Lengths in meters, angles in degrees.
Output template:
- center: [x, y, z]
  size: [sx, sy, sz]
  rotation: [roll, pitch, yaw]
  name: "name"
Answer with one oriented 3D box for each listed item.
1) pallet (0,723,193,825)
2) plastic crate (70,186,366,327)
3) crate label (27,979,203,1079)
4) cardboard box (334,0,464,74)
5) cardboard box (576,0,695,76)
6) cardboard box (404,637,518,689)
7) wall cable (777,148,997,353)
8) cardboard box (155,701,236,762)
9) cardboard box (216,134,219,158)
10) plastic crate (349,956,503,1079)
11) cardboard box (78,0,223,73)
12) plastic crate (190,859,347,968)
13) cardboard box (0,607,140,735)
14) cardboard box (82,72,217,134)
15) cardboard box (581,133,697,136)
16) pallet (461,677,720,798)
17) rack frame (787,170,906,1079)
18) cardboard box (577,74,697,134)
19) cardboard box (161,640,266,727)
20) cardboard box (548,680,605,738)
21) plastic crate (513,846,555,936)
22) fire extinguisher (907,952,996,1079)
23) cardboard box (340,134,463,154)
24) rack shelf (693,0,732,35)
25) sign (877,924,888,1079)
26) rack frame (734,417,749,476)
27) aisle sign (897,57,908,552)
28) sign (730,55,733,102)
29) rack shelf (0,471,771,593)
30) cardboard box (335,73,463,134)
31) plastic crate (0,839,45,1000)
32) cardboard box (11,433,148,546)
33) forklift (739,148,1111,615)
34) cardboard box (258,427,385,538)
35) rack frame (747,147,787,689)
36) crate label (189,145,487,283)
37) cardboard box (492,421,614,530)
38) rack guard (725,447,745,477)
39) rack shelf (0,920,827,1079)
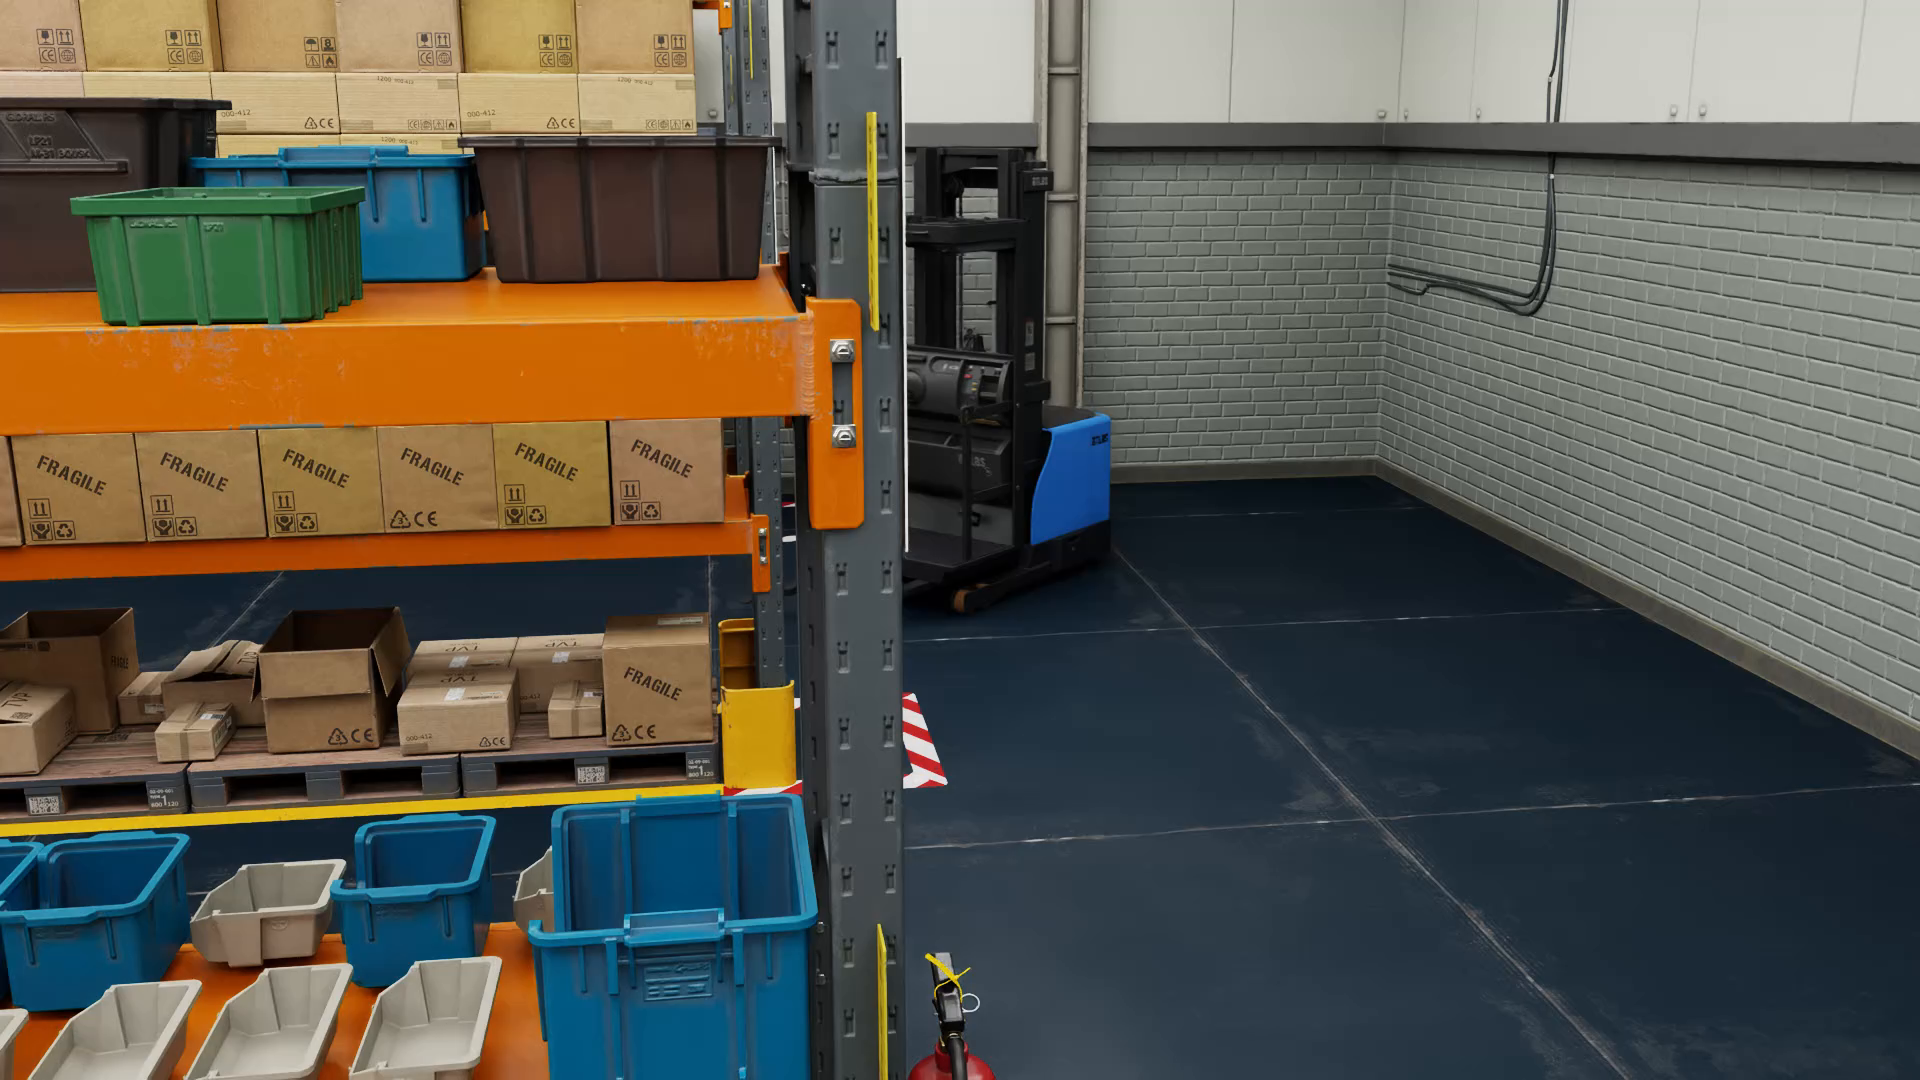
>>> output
- center: [-4.242, 1.065, 8.041]
  size: [1.213, 0.211, 1.003]
  rotation: [-2, 14, -8]
  name: "pallet"
- center: [-1.165, -0.464, 2.675]
  size: [0.336, 0.188, 0.450]
  rotation: [-2, 14, -8]
  name: "plastic crate"
- center: [-1.572, 0.979, 3.072]
  size: [0.243, 0.136, 0.396]
  rotation: [-2, 14, -8]
  name: "crate label"
- center: [-2.457, -2.332, 7.427]
  size: [0.500, 0.500, 0.700]
  rotation: [-2, 14, -8]
  name: "cardboard box"
- center: [-1.472, -2.374, 7.593]
  size: [0.500, 0.500, 0.700]
  rotation: [-2, 14, -8]
  name: "cardboard box"
- center: [-2.535, 0.700, 8.512]
  size: [0.500, 0.250, 0.500]
  rotation: [-2, 14, -8]
  name: "cardboard box"
- center: [-0.583, -2.366, 13.901]
  size: [1.851, 1.984, 0.084]
  rotation: [-2, 14, -8]
  name: "wall cable"
- center: [-3.620, 0.901, 7.882]
  size: [0.250, 0.166, 0.380]
  rotation: [-2, 14, -8]
  name: "cardboard box"
- center: [-3.414, -1.638, 7.229]
  size: [0.500, 0.250, 0.500]
  rotation: [-2, 14, -8]
  name: "cardboard box"
- center: [-1.011, 0.956, 3.163]
  size: [0.243, 0.136, 0.396]
  rotation: [-2, 14, -8]
  name: "plastic crate"
- center: [-3.437, -2.282, 7.226]
  size: [0.500, 0.500, 0.700]
  rotation: [-2, 14, -8]
  name: "cardboard box"
- center: [-1.526, 0.829, 3.670]
  size: [0.298, 0.136, 0.250]
  rotation: [-2, 14, -8]
  name: "plastic crate"
- center: [-4.401, 0.647, 8.209]
  size: [0.500, 0.500, 0.500]
  rotation: [-2, 14, -8]
  name: "cardboard box"
- center: [-3.413, -1.879, 7.163]
  size: [0.500, 0.250, 0.500]
  rotation: [-2, 14, -8]
  name: "cardboard box"
- center: [-1.435, -1.708, 7.508]
  size: [0.500, 0.250, 0.500]
  rotation: [-2, 14, -8]
  name: "cardboard box"
- center: [-1.830, 0.977, 8.394]
  size: [1.213, 0.211, 1.003]
  rotation: [-2, 14, -8]
  name: "pallet"
- center: [-0.232, 0.784, 3.430]
  size: [0.127, 3.000, 1.000]
  rotation: [-2, 14, -8]
  name: "rack frame"
- center: [-1.436, -1.953, 7.455]
  size: [0.500, 0.250, 0.500]
  rotation: [-2, 14, -8]
  name: "cardboard box"
- center: [-3.659, 0.712, 8.340]
  size: [0.500, 0.311, 0.500]
  rotation: [-2, 14, -8]
  name: "cardboard box"
- center: [-1.881, 0.825, 8.186]
  size: [0.250, 0.166, 0.380]
  rotation: [-2, 14, -8]
  name: "cardboard box"
- center: [-0.855, 0.804, 3.768]
  size: [0.298, 0.136, 0.250]
  rotation: [-2, 14, -8]
  name: "plastic crate"
- center: [-0.015, 1.106, 3.071]
  size: [0.183, 0.674, 0.296]
  rotation: [-2, 14, -8]
  name: "fire extinguisher"
- center: [-2.424, -1.671, 7.361]
  size: [0.500, 0.250, 0.500]
  rotation: [-2, 14, -8]
  name: "cardboard box"
- center: [-3.686, -3.894, 12.050]
  size: [4.000, 0.370, 1.077]
  rotation: [-2, 14, -8]
  name: "rack shelf"
- center: [-0.134, 0.836, 2.885]
  size: [0.005, 0.325, 0.100]
  rotation: [-2, 14, -8]
  name: "sign"
- center: [-1.708, -1.599, 12.932]
  size: [0.127, 3.000, 1.000]
  rotation: [-2, 14, -8]
  name: "rack frame"
- center: [-0.117, -0.409, 2.843]
  size: [0.004, 0.787, 0.394]
  rotation: [-2, 14, -8]
  name: "aisle sign"
- center: [-1.641, -3.314, 11.947]
  size: [0.005, 0.325, 0.100]
  rotation: [-2, 14, -8]
  name: "sign"
- center: [-2.944, 0.014, 7.980]
  size: [4.000, 0.370, 1.077]
  rotation: [-2, 14, -8]
  name: "rack shelf"
- center: [-2.426, -1.917, 7.314]
  size: [0.500, 0.250, 0.500]
  rotation: [-2, 14, -8]
  name: "cardboard box"
- center: [-2.124, 0.824, 3.490]
  size: [0.300, 0.233, 0.416]
  rotation: [-2, 14, -8]
  name: "plastic crate"
- center: [-3.871, -0.284, 7.481]
  size: [0.500, 0.500, 0.500]
  rotation: [-2, 14, -7]
  name: "cardboard box"
- center: [-0.191, -1.070, 10.965]
  size: [1.130, 2.935, 3.031]
  rotation: [10, 17, 36]
  name: "forklift"
- center: [-2.874, -0.320, 7.626]
  size: [0.500, 0.500, 0.500]
  rotation: [-2, 14, -9]
  name: "cardboard box"
- center: [-0.966, -0.408, 8.182]
  size: [0.127, 3.000, 1.000]
  rotation: [-2, 14, -8]
  name: "rack frame"
- center: [-1.193, -0.643, 3.260]
  size: [0.502, 0.251, 0.408]
  rotation: [-2, 14, -8]
  name: "crate label"
- center: [-1.881, -0.355, 7.765]
  size: [0.500, 0.500, 0.500]
  rotation: [-2, 14, -8]
  name: "cardboard box"
- center: [-1.684, -0.388, 13.240]
  size: [0.348, 0.500, 1.175]
  rotation: [-2, 14, -8]
  name: "rack guard"
- center: [-2.210, 1.205, 3.229]
  size: [4.000, 0.370, 1.077]
  rotation: [-2, 14, -8]
  name: "rack shelf"
